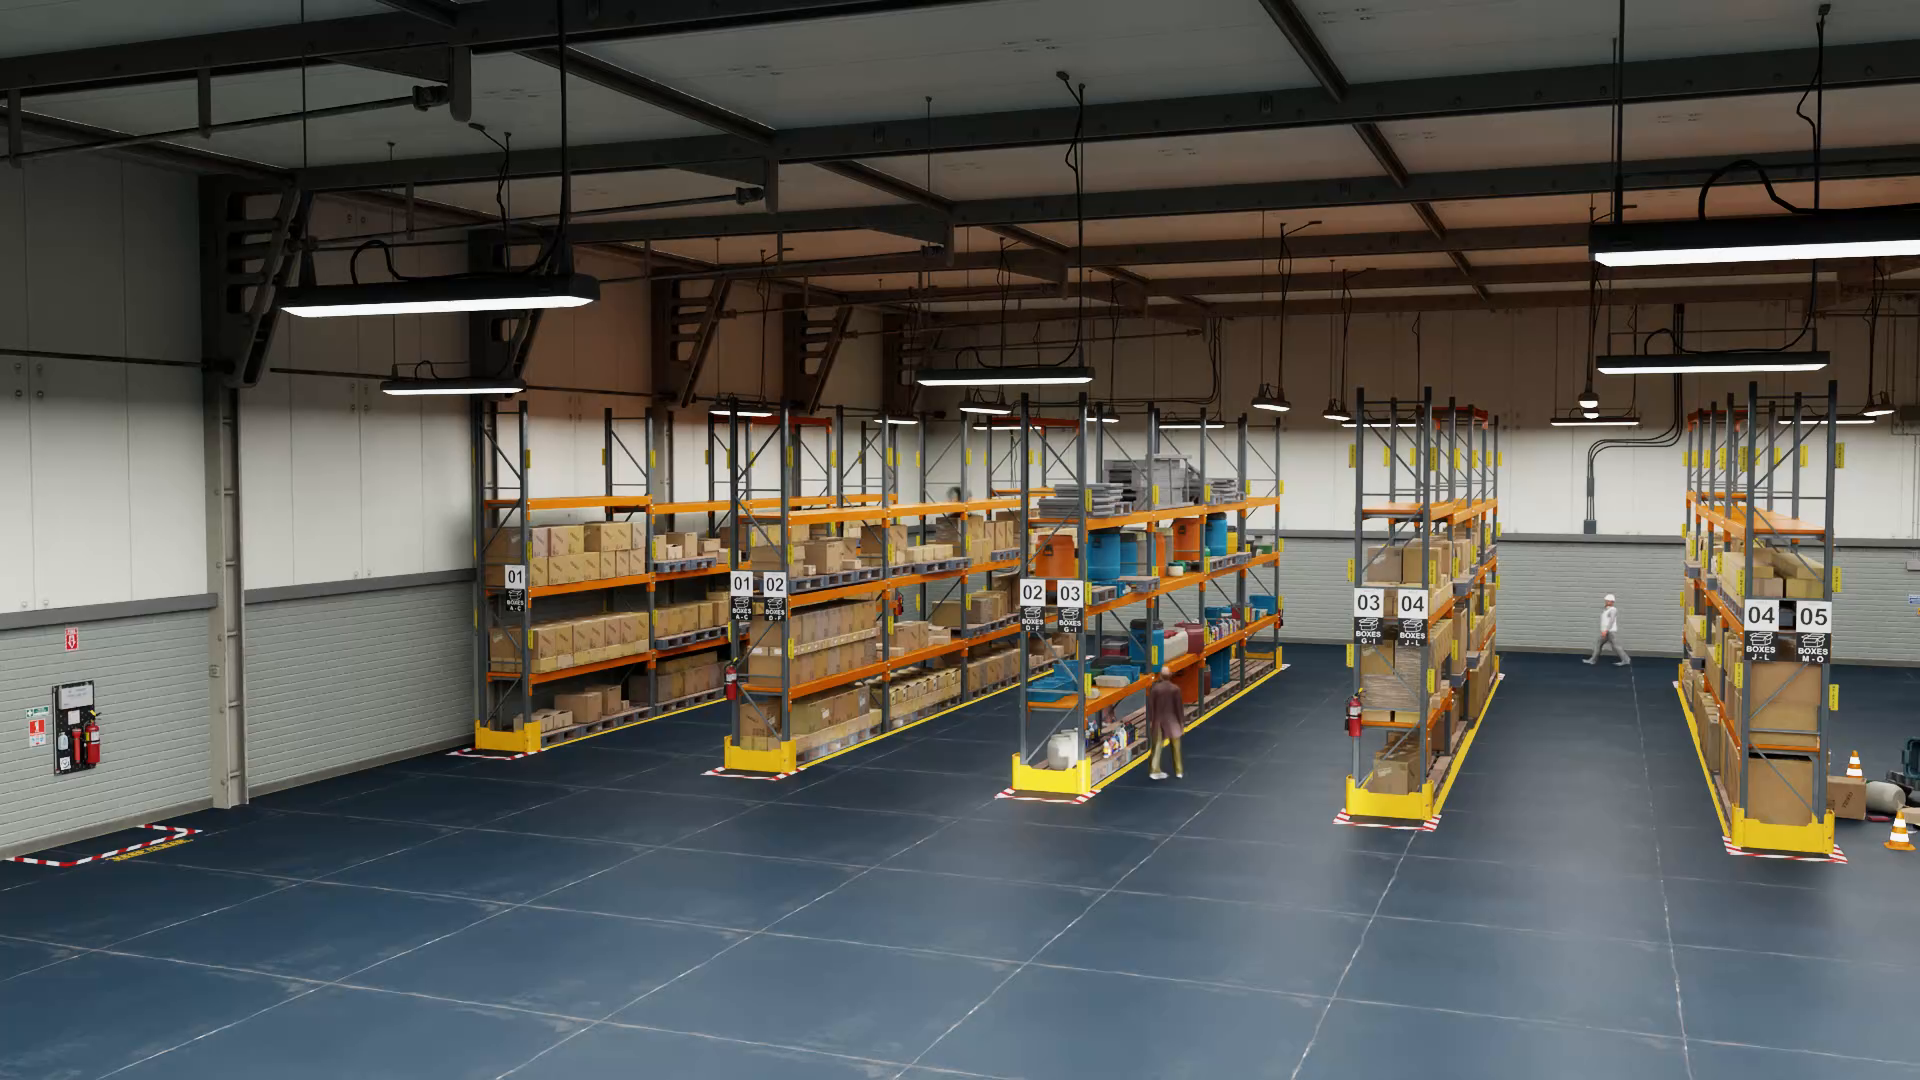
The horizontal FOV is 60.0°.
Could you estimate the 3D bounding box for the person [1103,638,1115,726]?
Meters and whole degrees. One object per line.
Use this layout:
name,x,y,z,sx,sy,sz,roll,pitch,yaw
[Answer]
person,2.732,2.670,31.024,0.470,1.704,0.491,-1,3,-28

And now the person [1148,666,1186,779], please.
person,3.299,2.851,26.091,0.577,1.778,0.642,2,4,38

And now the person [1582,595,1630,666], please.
person,15.618,2.186,40.151,1.053,1.729,0.608,1,3,14
